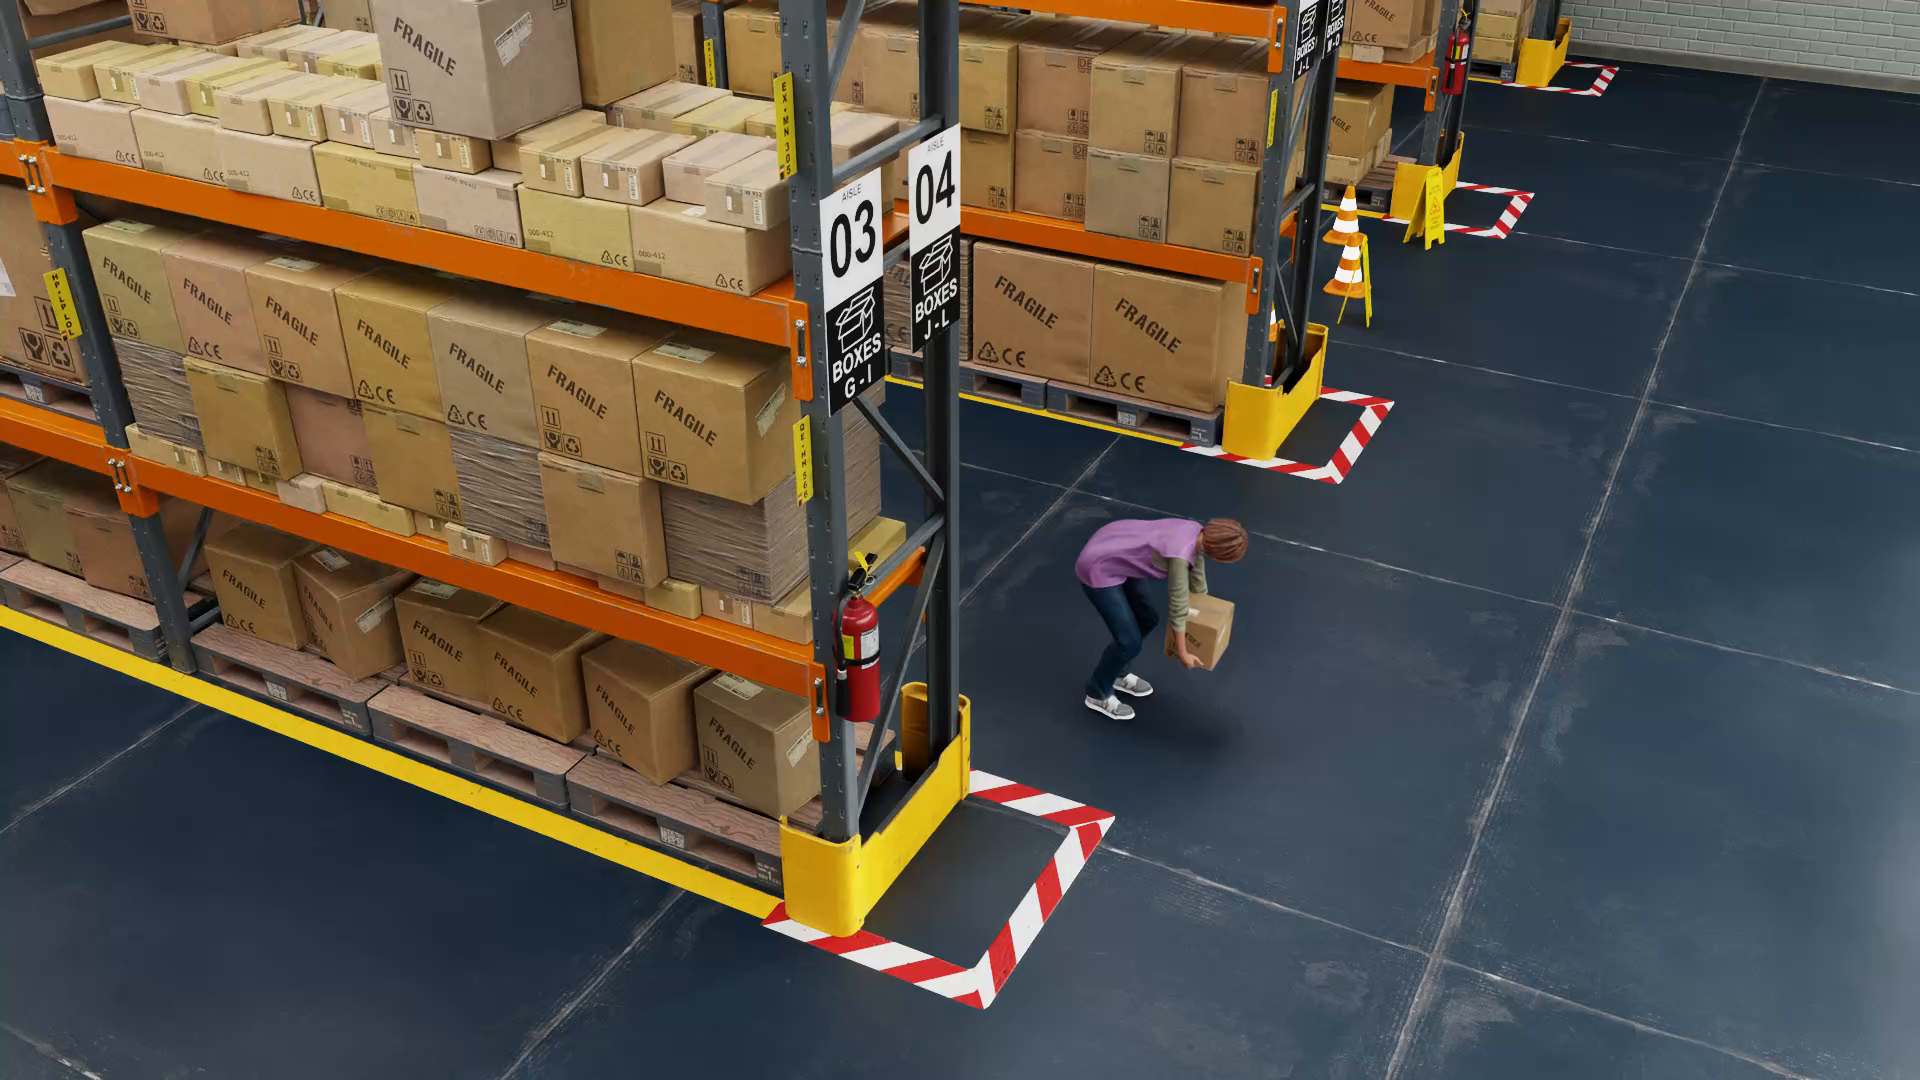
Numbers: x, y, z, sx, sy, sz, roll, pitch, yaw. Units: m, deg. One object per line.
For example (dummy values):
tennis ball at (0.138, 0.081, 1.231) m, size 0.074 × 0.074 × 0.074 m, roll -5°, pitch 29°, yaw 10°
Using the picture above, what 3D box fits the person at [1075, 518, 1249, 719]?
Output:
person at (0.960, 0.354, 8.112) m, size 0.829 × 1.170 × 0.395 m, roll 13°, pitch 33°, yaw 21°
